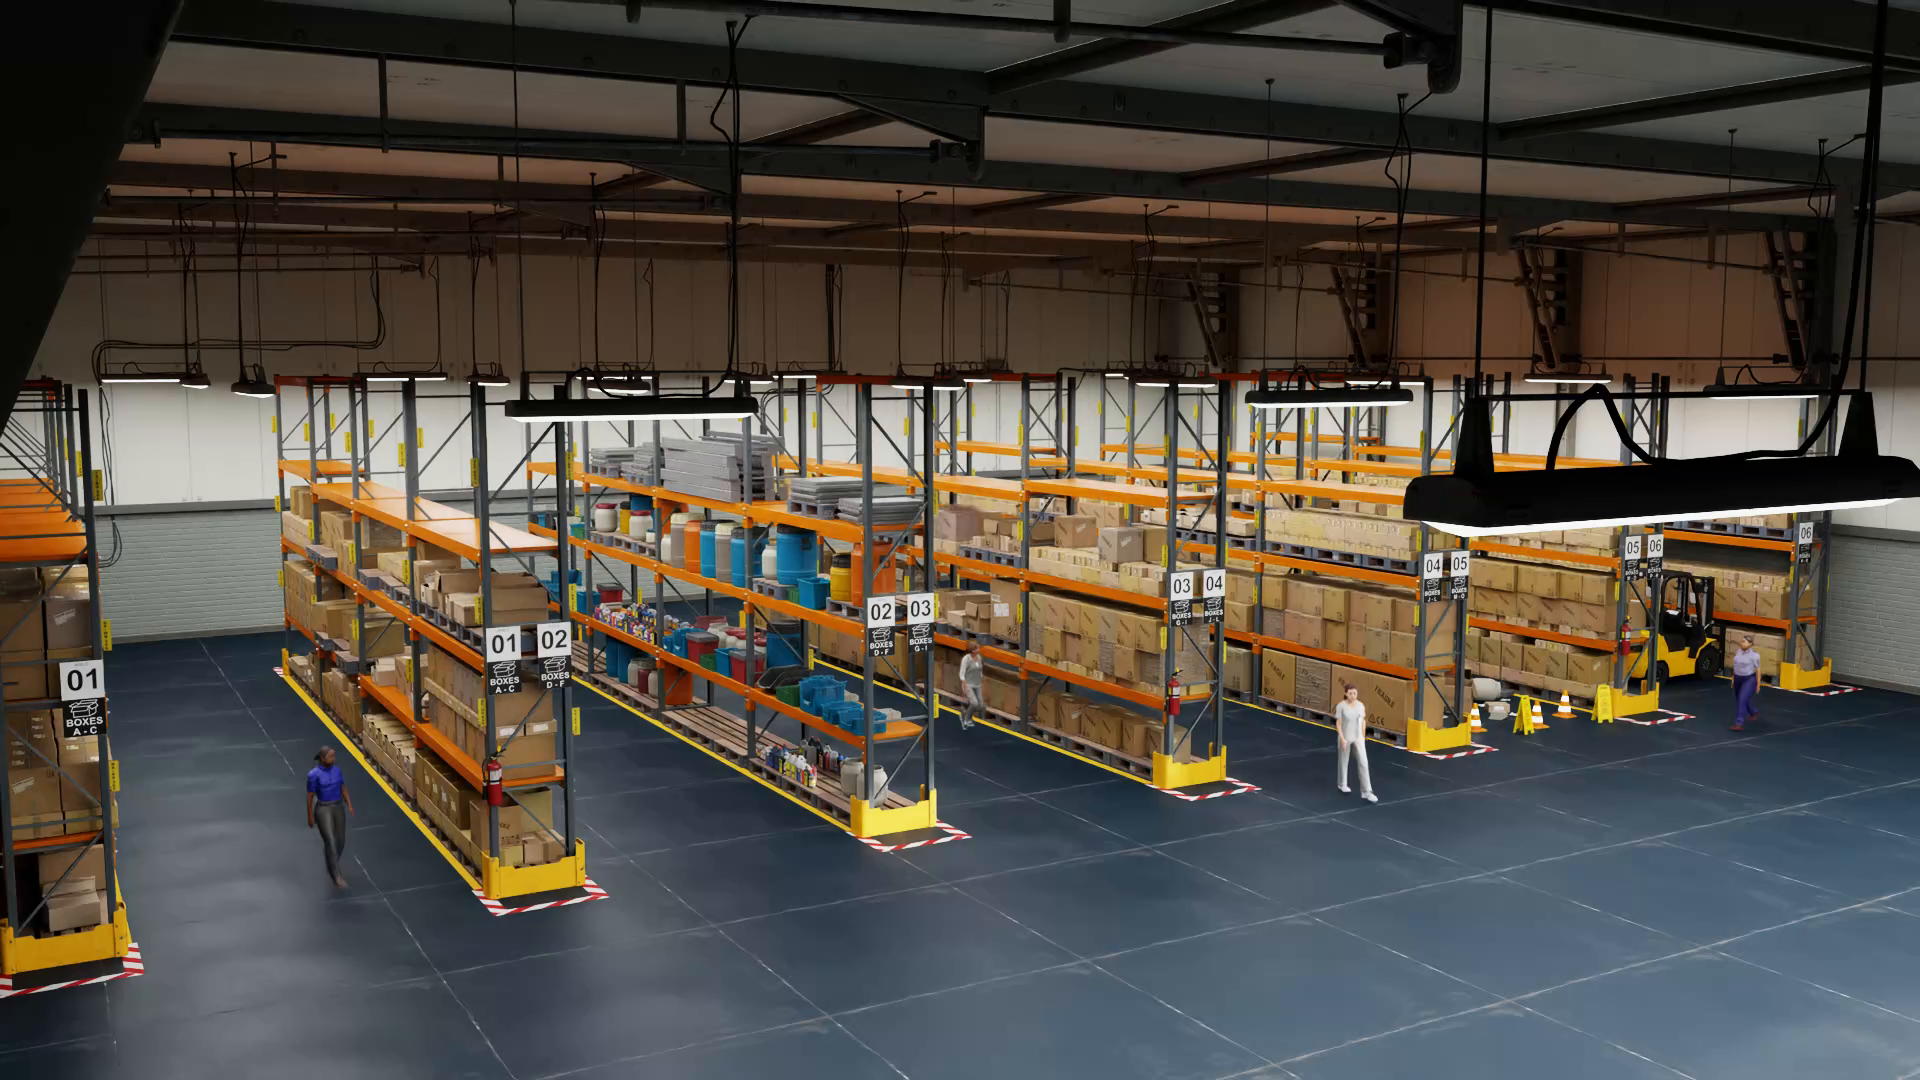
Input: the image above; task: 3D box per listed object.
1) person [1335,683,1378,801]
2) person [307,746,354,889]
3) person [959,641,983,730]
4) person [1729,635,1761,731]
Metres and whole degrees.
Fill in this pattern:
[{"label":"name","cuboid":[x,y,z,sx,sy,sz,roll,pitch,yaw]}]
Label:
[{"label":"person","cuboid":[5.662,2.880,23.914,0.511,1.634,0.909,0,6,-1]},{"label":"person","cuboid":[-7.565,3.331,20.170,0.719,1.648,0.473,4,7,33]},{"label":"person","cuboid":[0.182,2.411,27.426,0.492,1.543,0.601,-5,8,-37]},{"label":"person","cuboid":[13.455,2.417,28.415,0.962,1.603,0.481,-3,7,-28]}]
